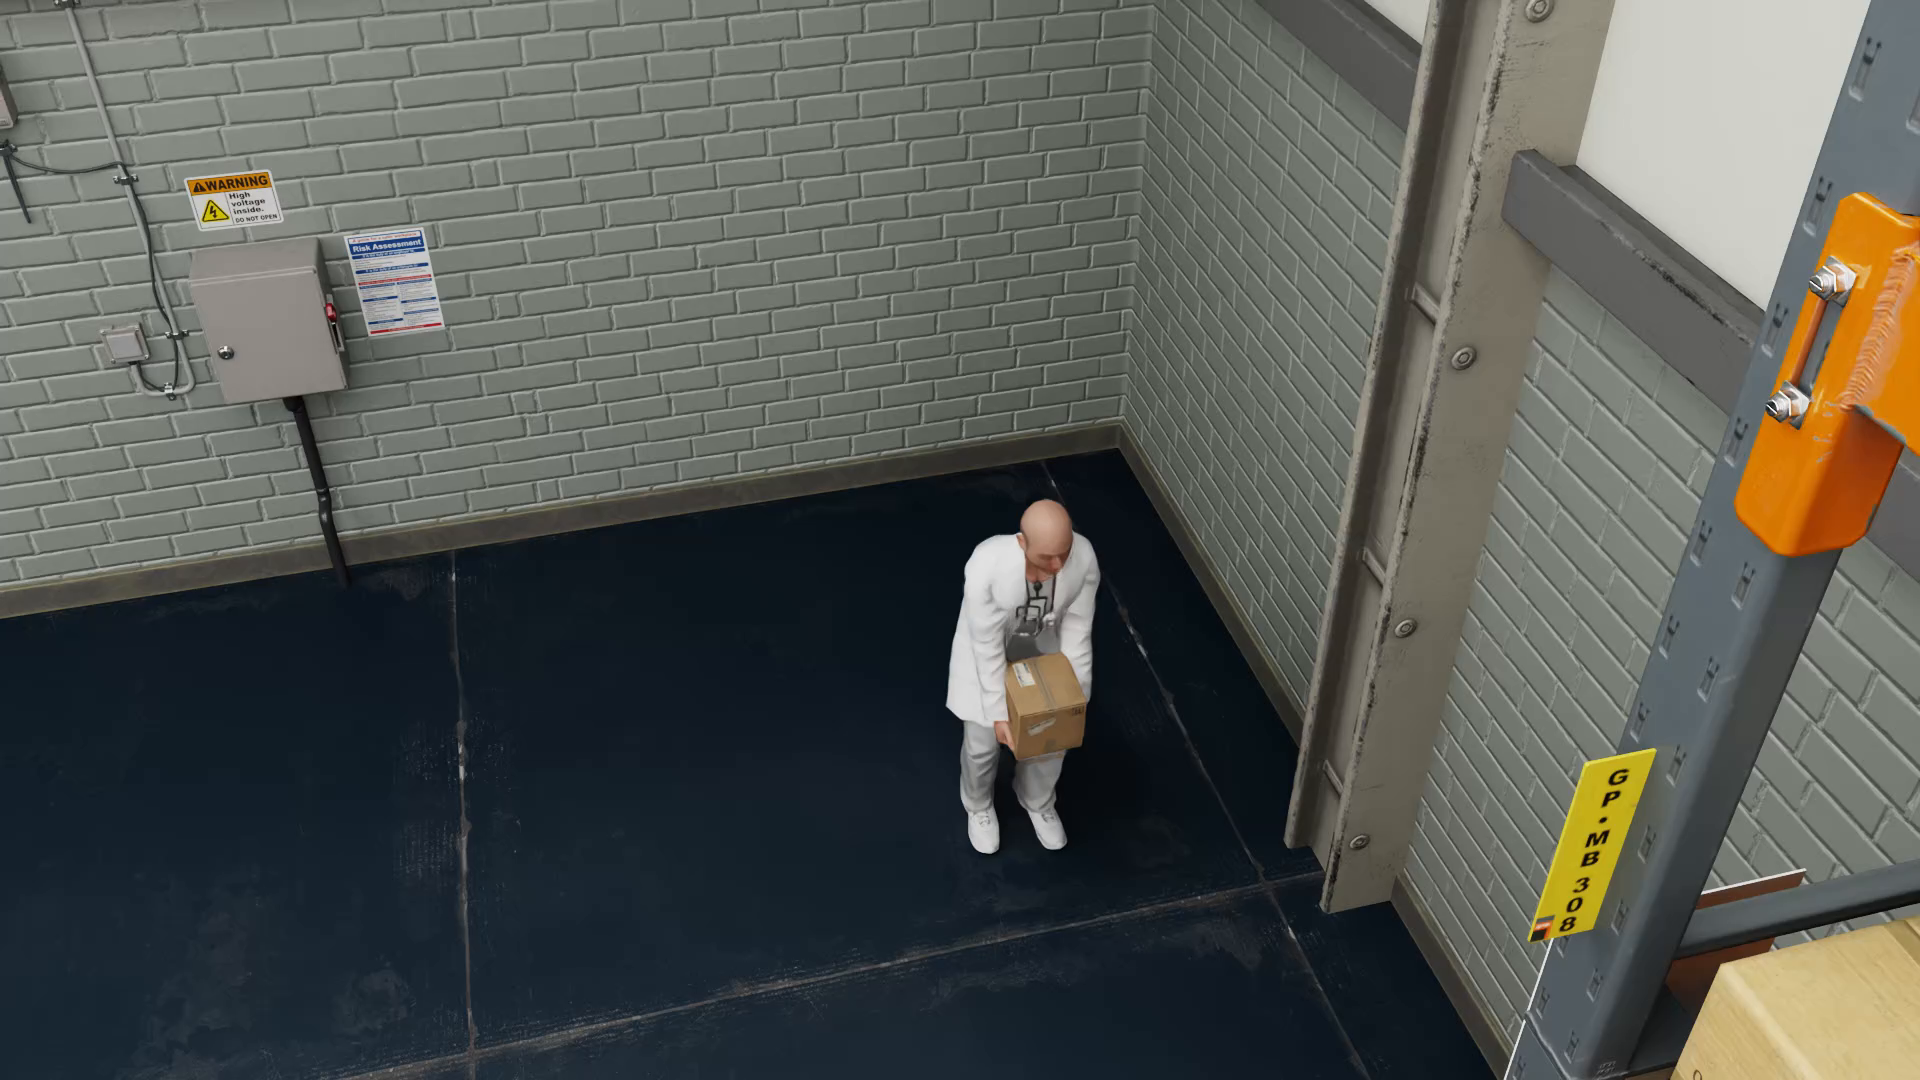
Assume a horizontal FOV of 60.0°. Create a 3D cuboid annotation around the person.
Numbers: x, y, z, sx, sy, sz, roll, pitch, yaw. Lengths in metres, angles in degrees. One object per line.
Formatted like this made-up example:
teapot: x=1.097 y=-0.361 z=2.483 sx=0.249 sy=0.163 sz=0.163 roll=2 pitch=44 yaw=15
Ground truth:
person: x=0.228 y=0.494 z=6.141 sx=0.534 sy=1.721 sz=0.616 roll=-10 pitch=39 yaw=-13
